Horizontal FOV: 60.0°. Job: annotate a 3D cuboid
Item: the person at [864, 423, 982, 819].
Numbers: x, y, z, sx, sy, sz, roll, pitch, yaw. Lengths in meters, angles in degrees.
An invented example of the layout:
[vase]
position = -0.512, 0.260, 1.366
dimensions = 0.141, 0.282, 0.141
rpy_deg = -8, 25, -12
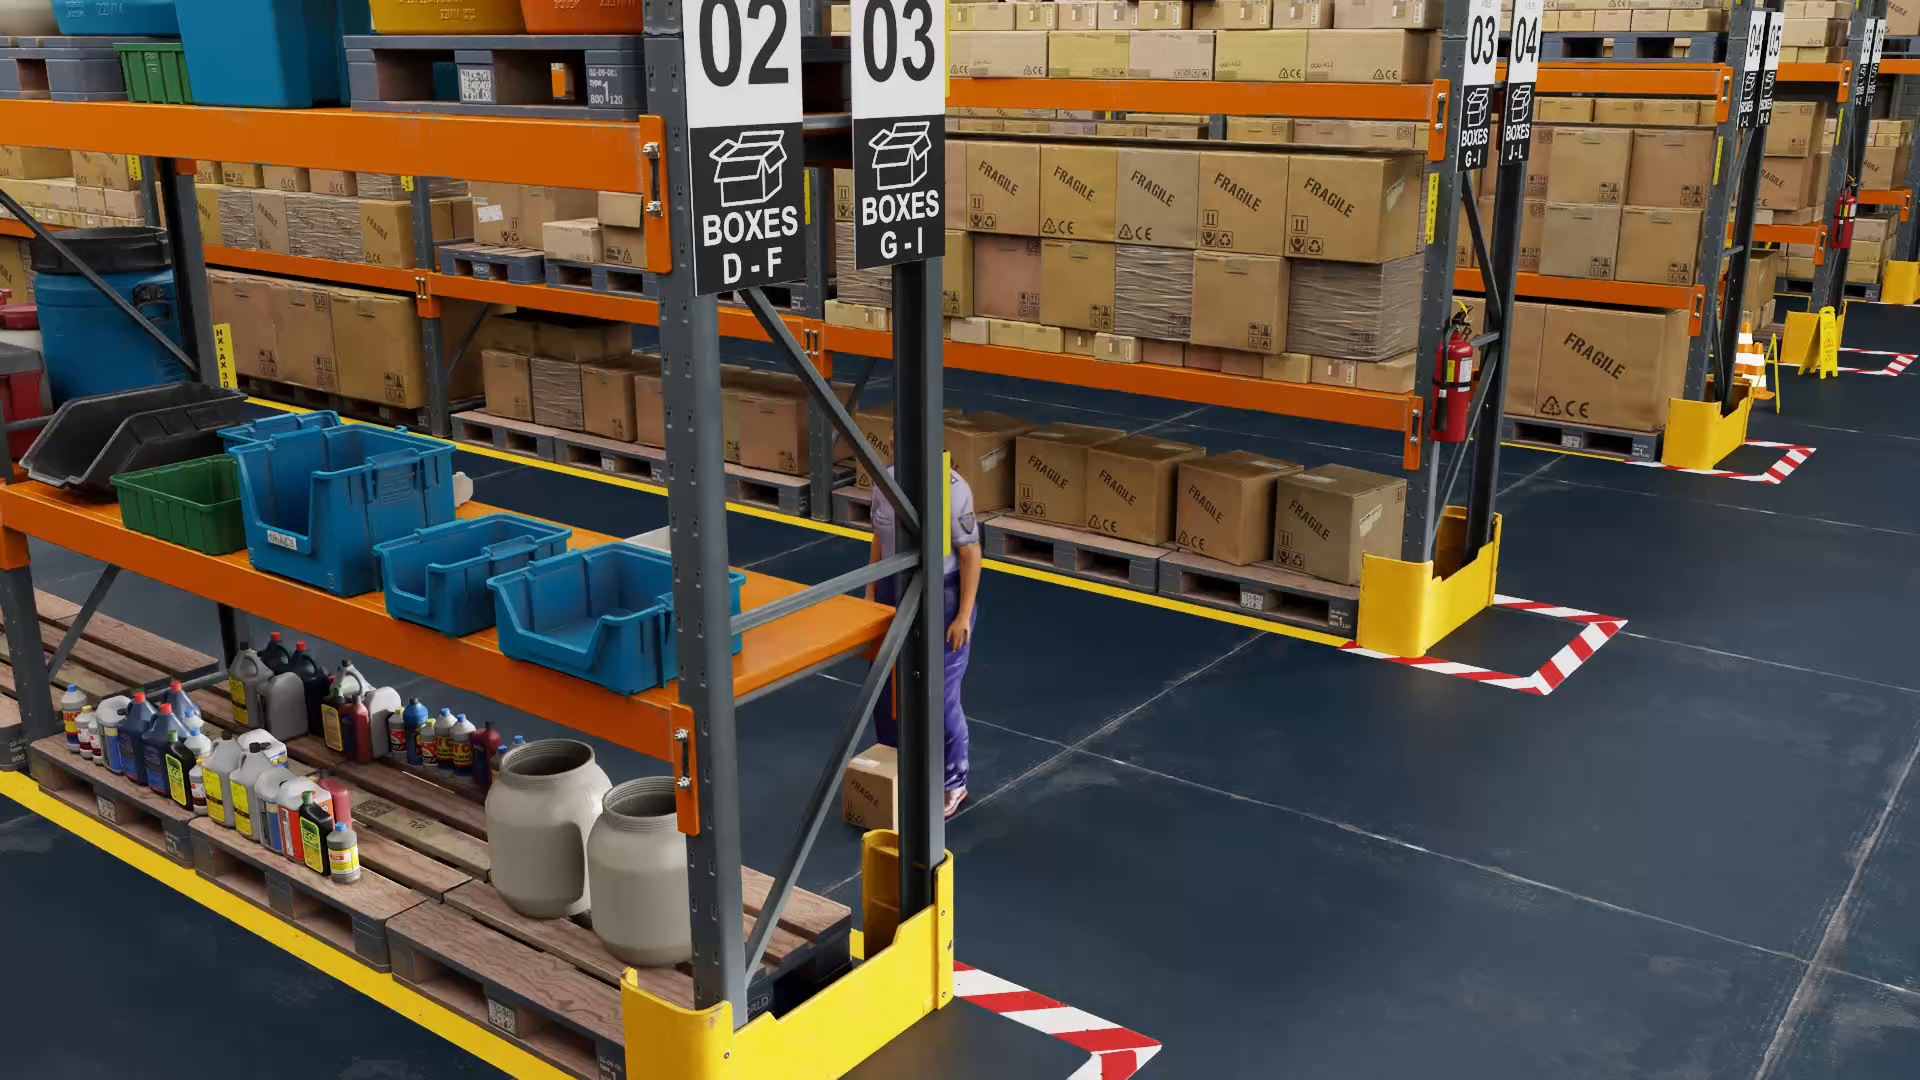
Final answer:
[person]
position = -0.162, 0.279, 6.648
dimensions = 0.543, 1.637, 0.367
rpy_deg = 12, 20, 35
